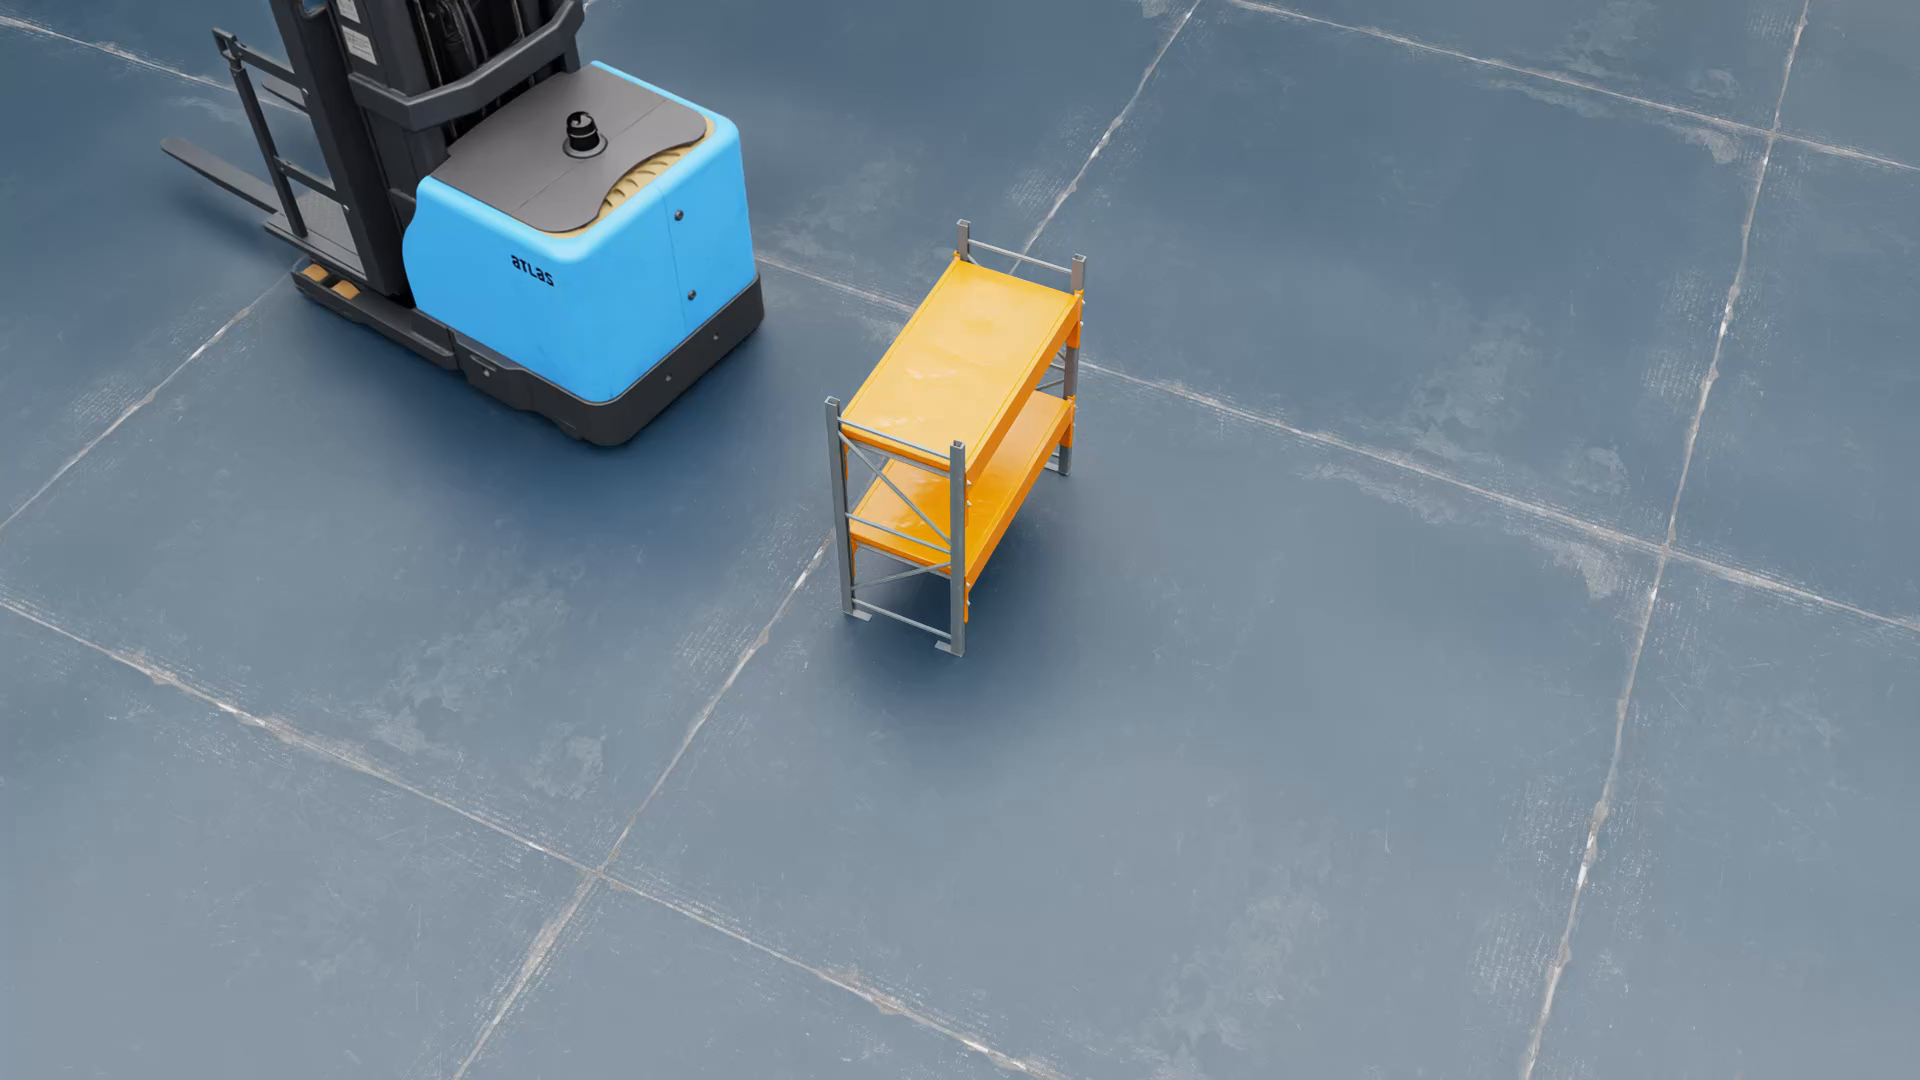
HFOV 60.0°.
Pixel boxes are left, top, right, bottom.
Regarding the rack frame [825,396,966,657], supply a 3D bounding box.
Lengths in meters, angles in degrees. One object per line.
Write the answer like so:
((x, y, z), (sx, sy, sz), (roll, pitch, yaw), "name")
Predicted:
((-0.214, -0.019, 5.843), (0.500, 1.125, 0.032), (20, 52, 16), "rack frame")

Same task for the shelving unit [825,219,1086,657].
((0.003, -0.369, 6.141), (0.538, 1.125, 1.048), (20, 52, 16), "shelving unit")

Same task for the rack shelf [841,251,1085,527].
((0.003, -0.559, 5.918), (0.538, 0.278, 1.000), (20, 52, 16), "rack shelf")

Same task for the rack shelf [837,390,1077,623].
((0.003, -0.211, 6.327), (0.538, 0.278, 1.000), (20, 52, 16), "rack shelf")

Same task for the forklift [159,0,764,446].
((-2.362, -2.239, 6.545), (3.031, 2.935, 1.130), (28, 55, 22), "forklift")

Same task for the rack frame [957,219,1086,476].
((0.220, -0.719, 6.439), (0.500, 1.125, 0.032), (20, 52, 16), "rack frame")
